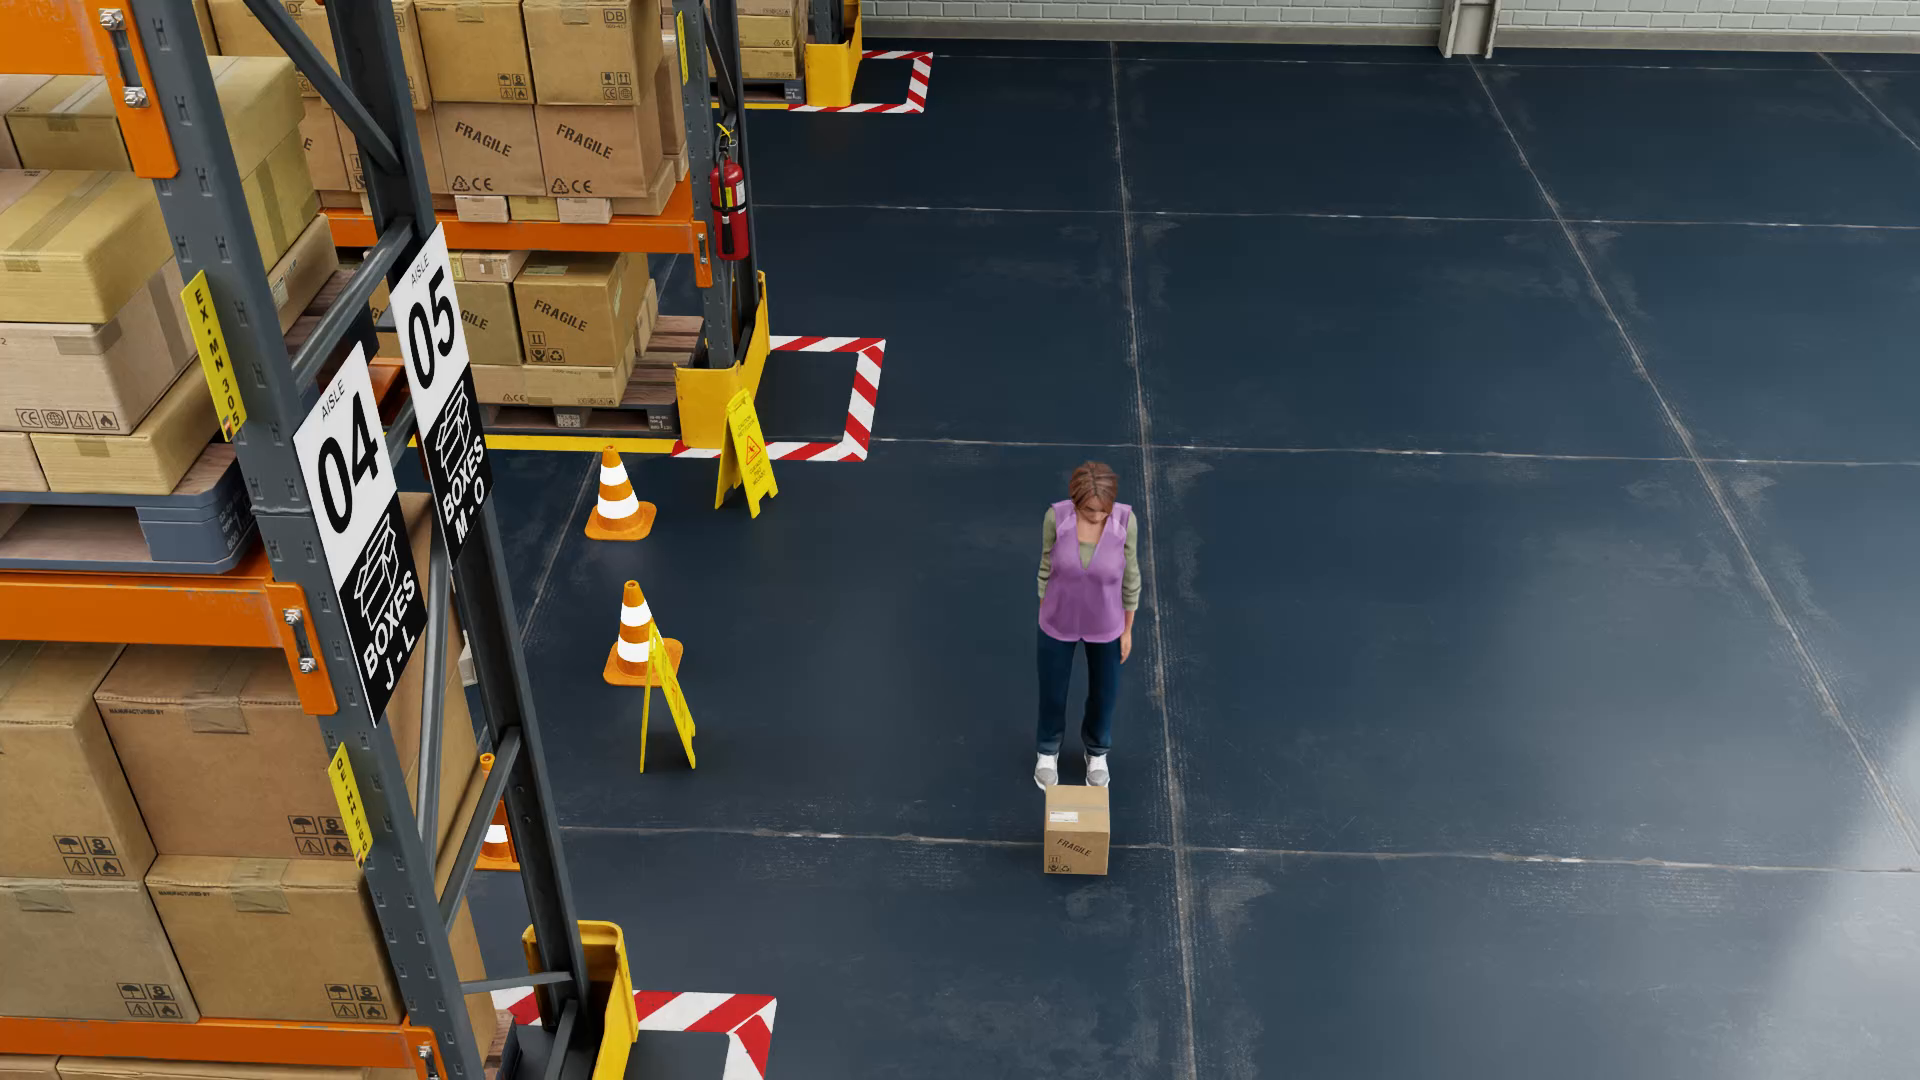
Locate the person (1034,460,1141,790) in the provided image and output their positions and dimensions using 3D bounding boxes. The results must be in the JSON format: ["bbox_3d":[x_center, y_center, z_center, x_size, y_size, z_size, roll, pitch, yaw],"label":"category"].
[{"bbox_3d":[0.509,0.345,6.658,0.408,1.593,0.301,2,36,3],"label":"person"}]
